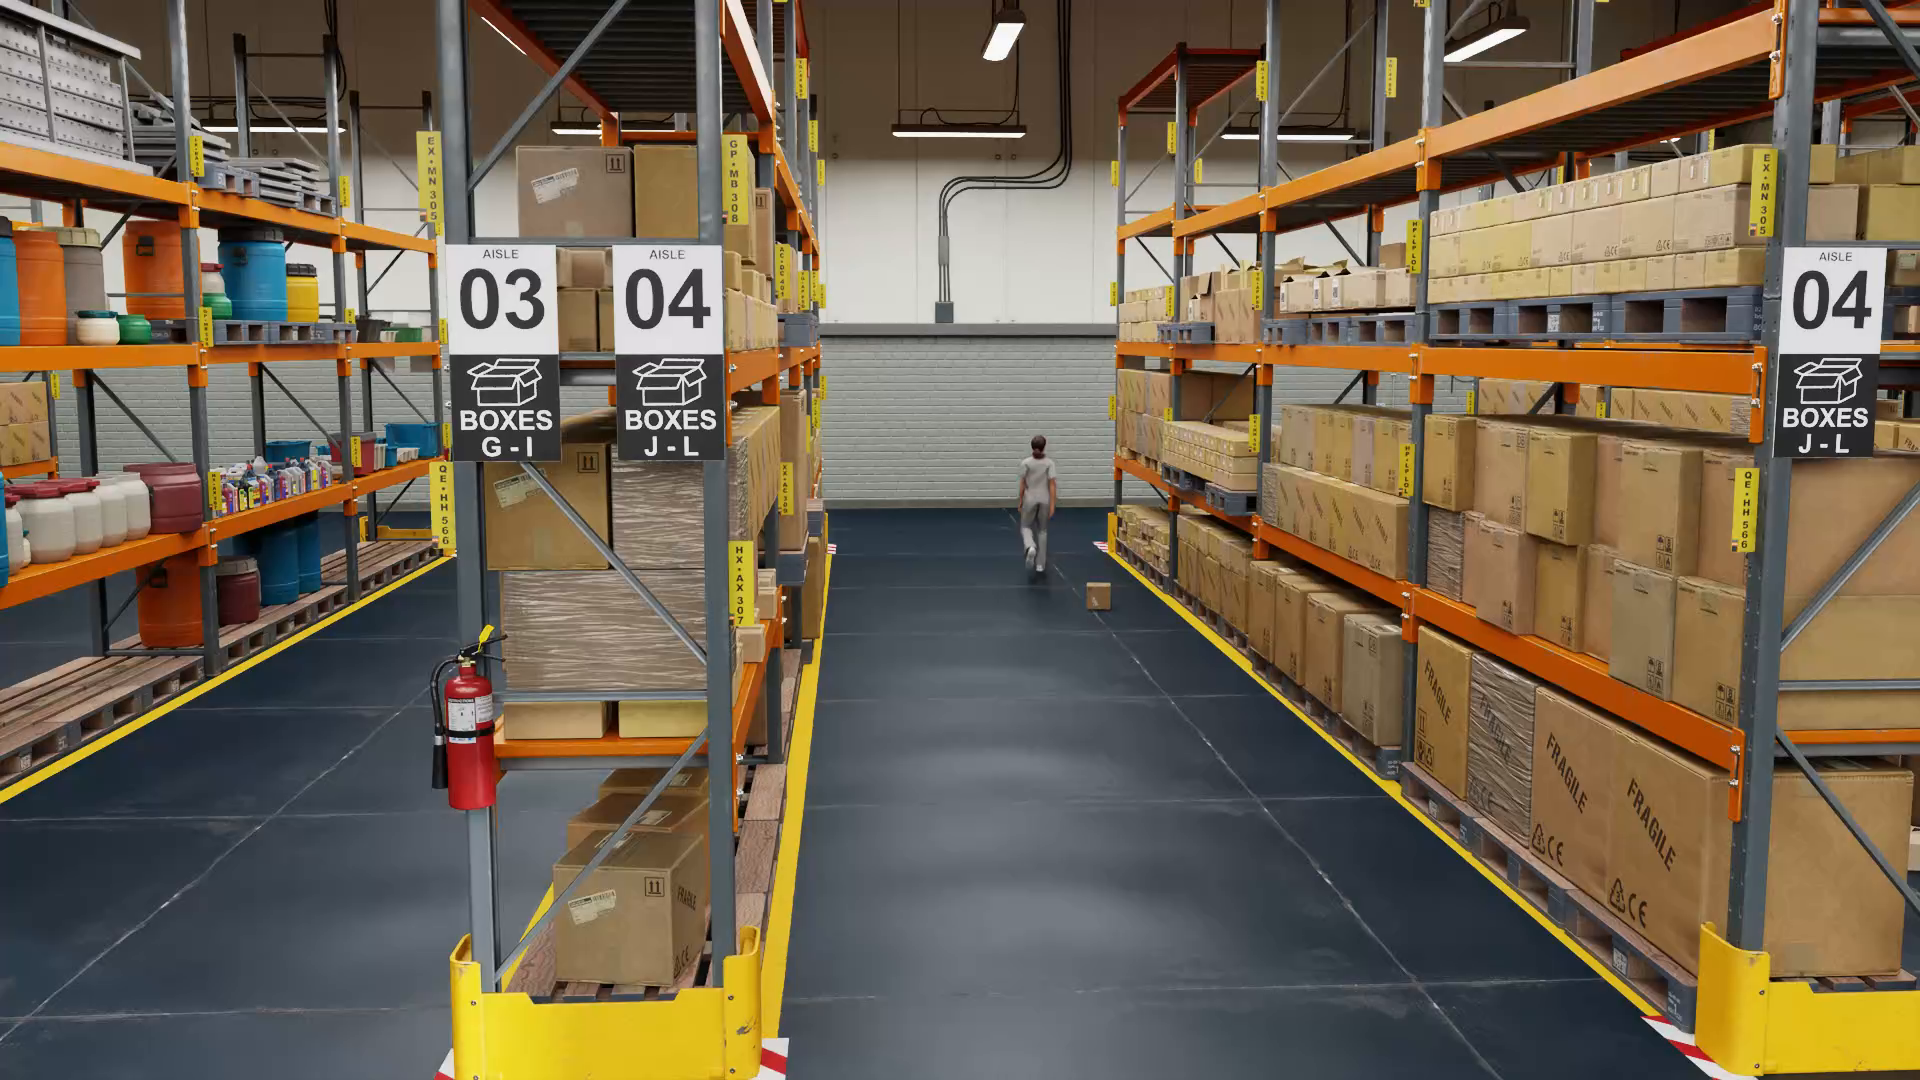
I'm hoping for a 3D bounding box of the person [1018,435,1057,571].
[{"bbox_3d":[0.939,-0.430,20.167,0.462,1.640,0.551,0,7,1],"label":"person"}]
